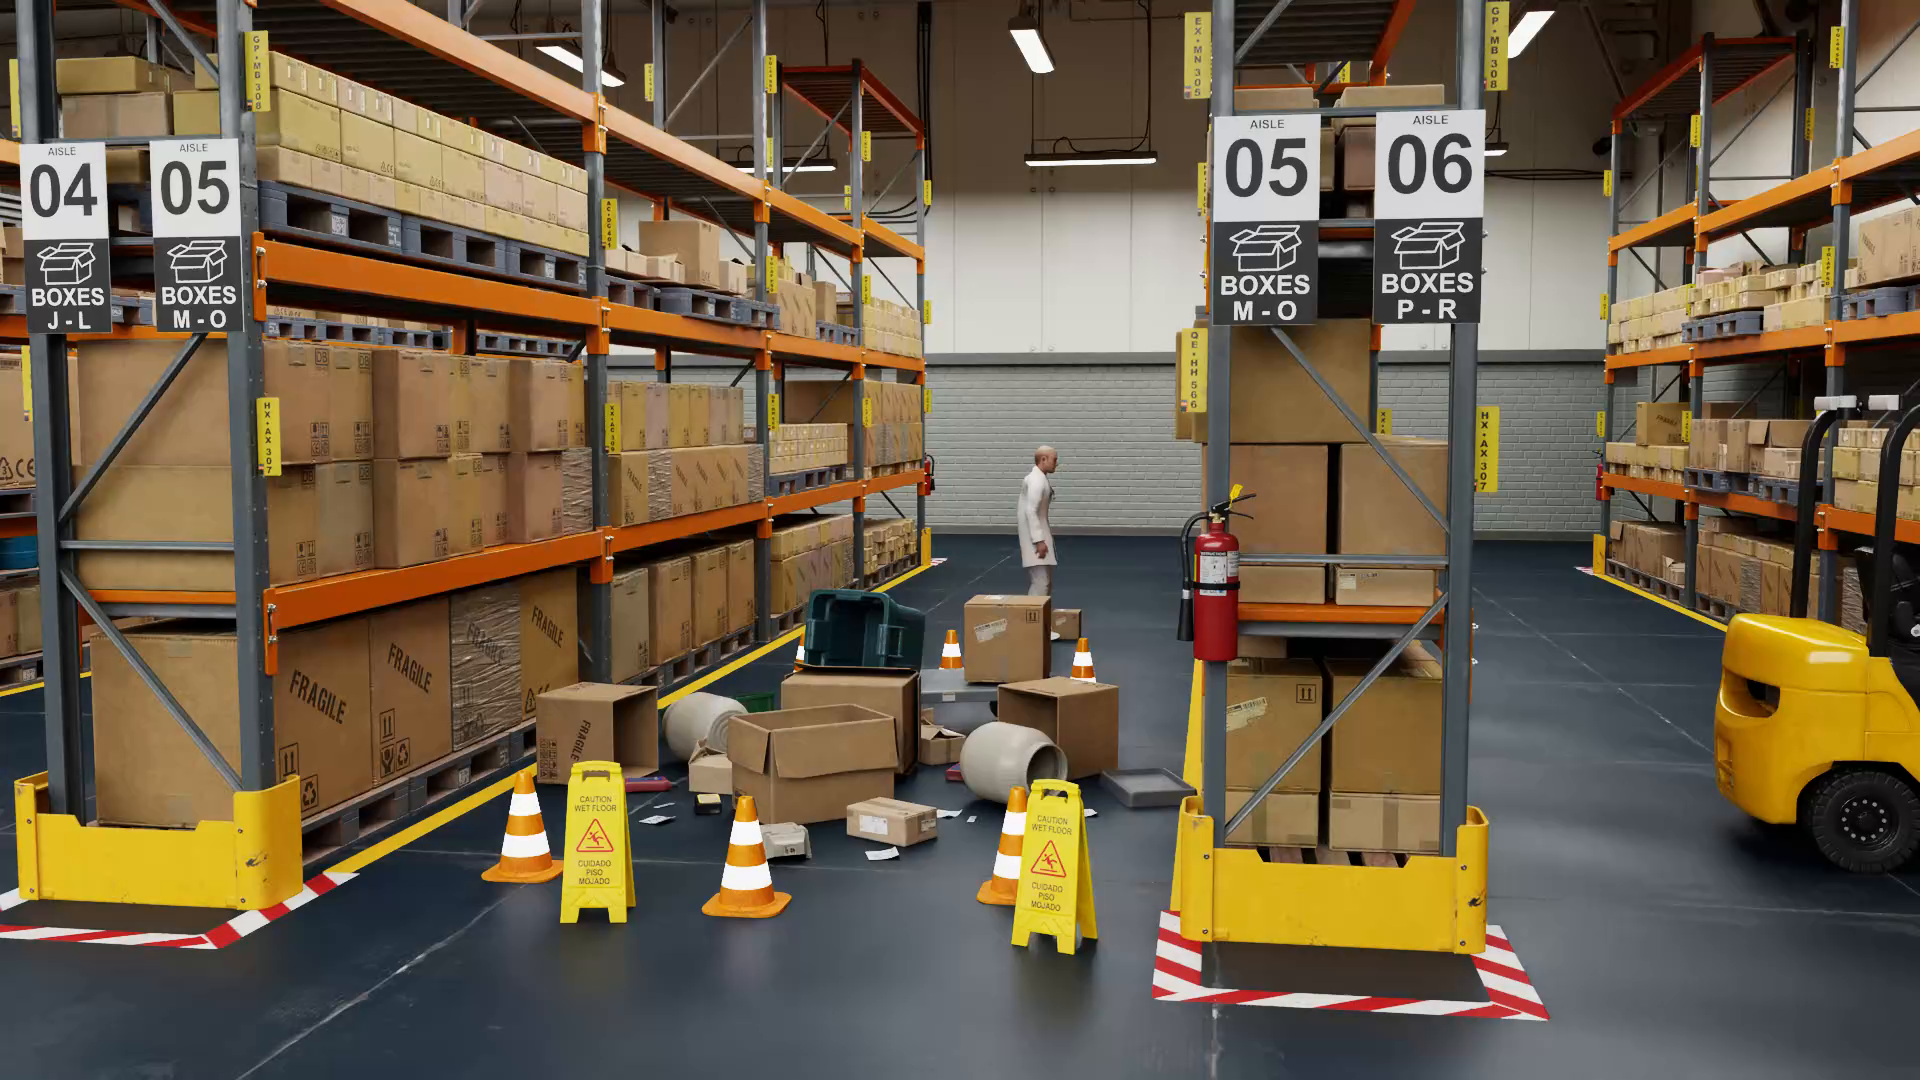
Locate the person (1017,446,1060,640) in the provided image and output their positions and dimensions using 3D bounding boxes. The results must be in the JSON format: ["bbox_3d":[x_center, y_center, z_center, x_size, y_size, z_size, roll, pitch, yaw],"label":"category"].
[{"bbox_3d":[0.741,0.017,15.362,0.425,1.774,0.644,1,4,9],"label":"person"}]
